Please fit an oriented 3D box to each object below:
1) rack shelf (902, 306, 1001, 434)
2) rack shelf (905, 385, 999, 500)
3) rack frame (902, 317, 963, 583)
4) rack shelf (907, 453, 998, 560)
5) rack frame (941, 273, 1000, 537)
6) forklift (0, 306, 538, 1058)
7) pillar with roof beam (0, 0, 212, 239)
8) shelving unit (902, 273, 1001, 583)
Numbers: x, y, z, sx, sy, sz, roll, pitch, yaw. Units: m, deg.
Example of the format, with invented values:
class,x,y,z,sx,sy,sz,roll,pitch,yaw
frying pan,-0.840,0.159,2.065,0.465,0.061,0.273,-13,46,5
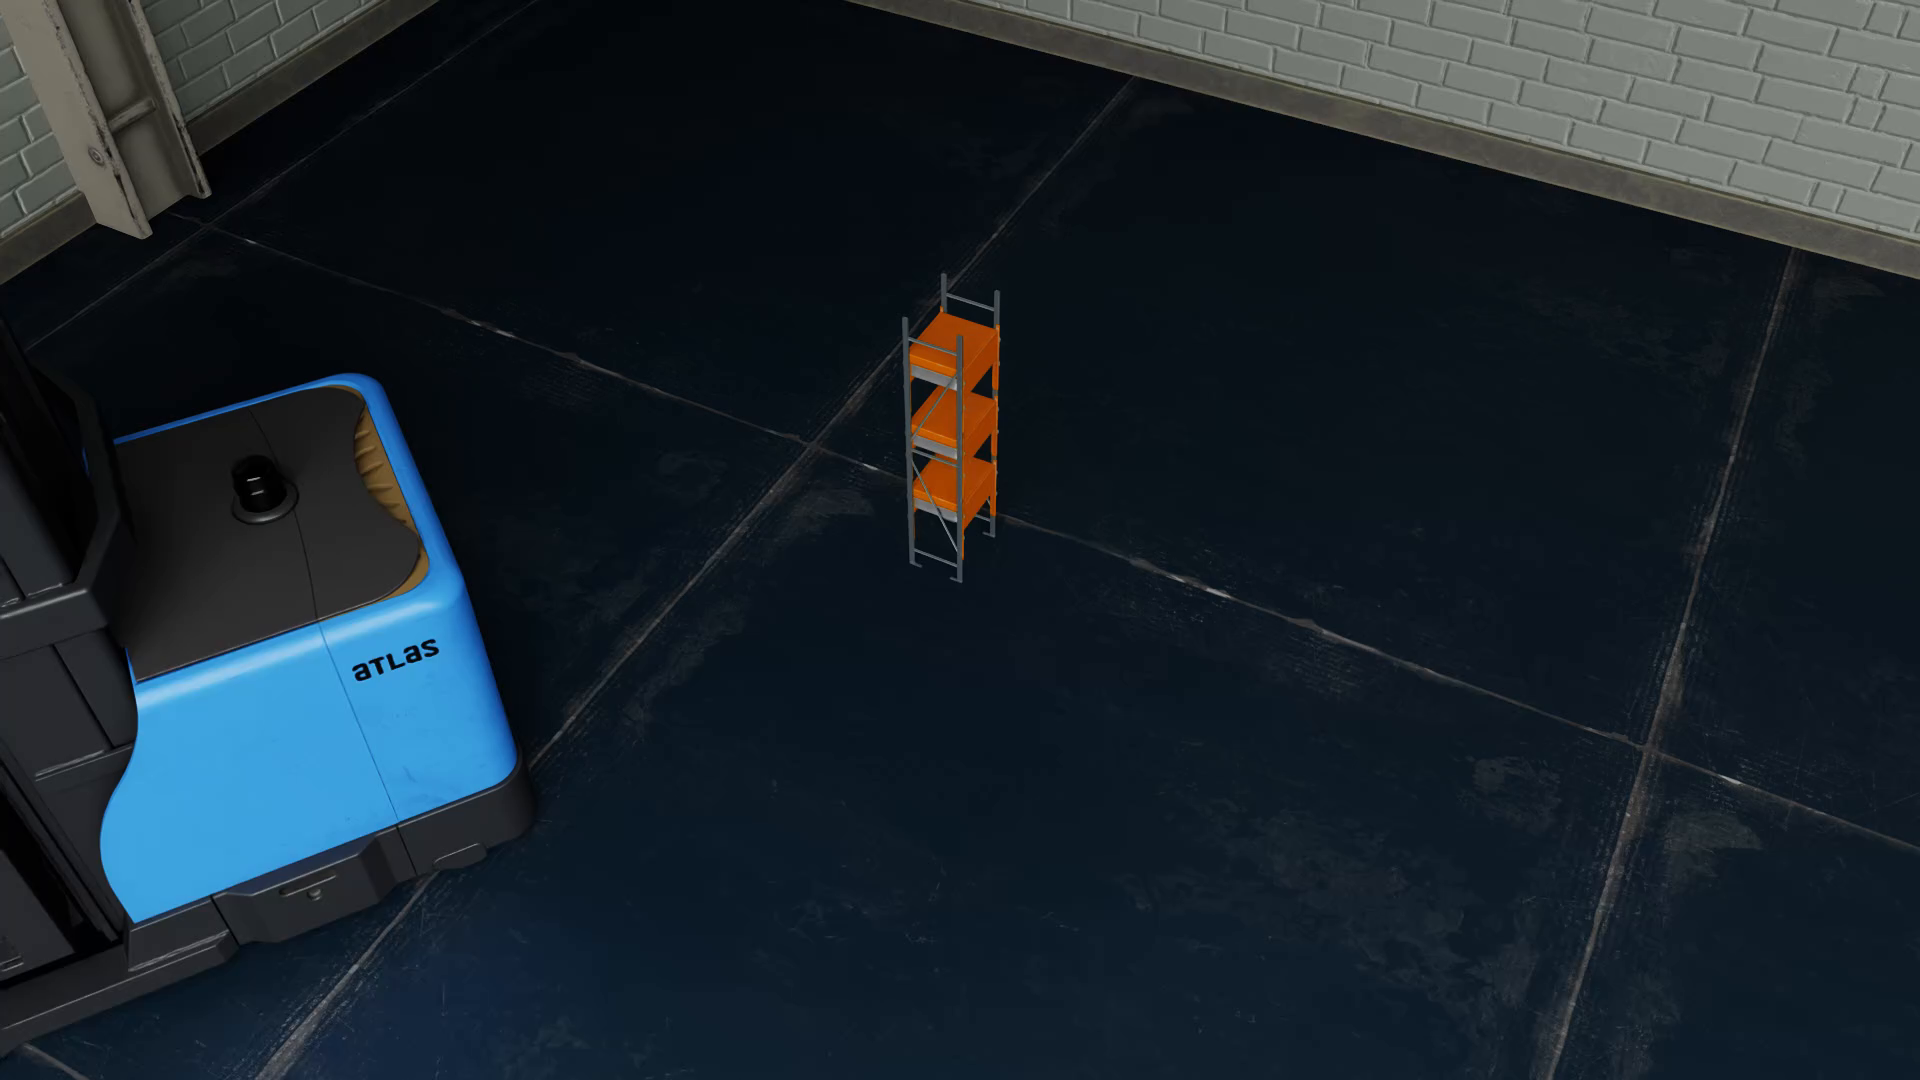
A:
class,x,y,z,sx,sy,sz,roll,pitch,yaw
rack shelf,-0.025,-0.527,5.149,0.215,0.259,0.240,20,49,19
rack shelf,-0.025,-0.328,5.351,0.215,0.259,0.240,20,49,19
rack frame,-0.081,-0.258,5.267,0.200,1.050,0.008,20,49,19
rack shelf,-0.025,-0.133,5.548,0.215,0.259,0.240,20,49,19
rack frame,0.032,-0.412,5.419,0.200,1.050,0.008,20,49,19
forklift,-2.785,0.012,3.678,3.031,2.935,1.130,-20,49,-19
pillar with roof beam,0.331,-3.182,2.568,9.100,9.000,0.400,20,49,19
shelving unit,-0.025,-0.335,5.343,0.215,1.050,0.252,20,49,19
